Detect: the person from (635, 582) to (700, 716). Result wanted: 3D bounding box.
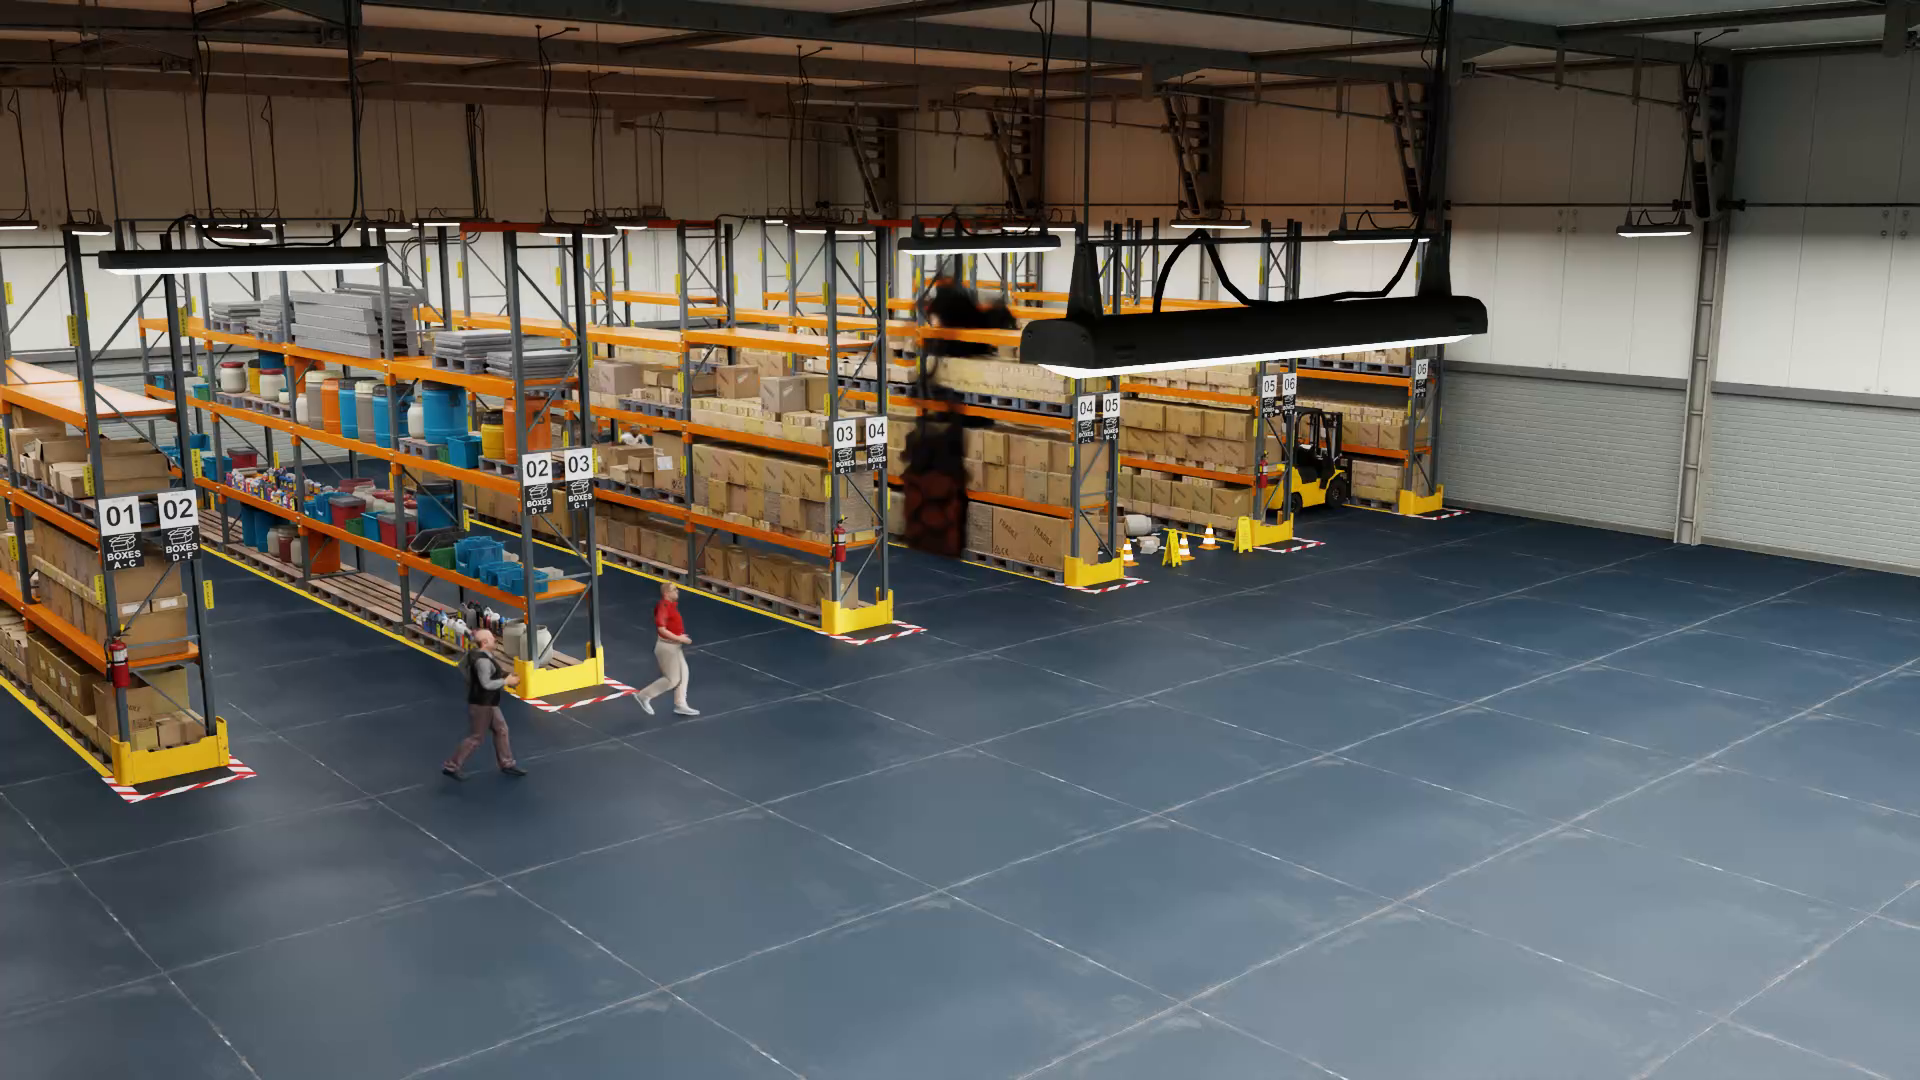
[{"bbox_3d":[-3.682,1.372,20.800,0.795,1.732,0.689,-1,12,-7],"label":"person"}]

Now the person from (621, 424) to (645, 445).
[{"bbox_3d":[-7.185,-1.735,36.320,0.891,1.669,0.570,10,15,40],"label":"person"}]

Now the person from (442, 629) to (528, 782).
[{"bbox_3d":[-5.284,1.838,18.361,0.924,1.735,0.623,-4,12,-17],"label":"person"}]

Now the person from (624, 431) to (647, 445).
[{"bbox_3d":[-8.156,-2.812,41.382,0.789,1.774,0.686,3,12,13],"label":"person"}]
